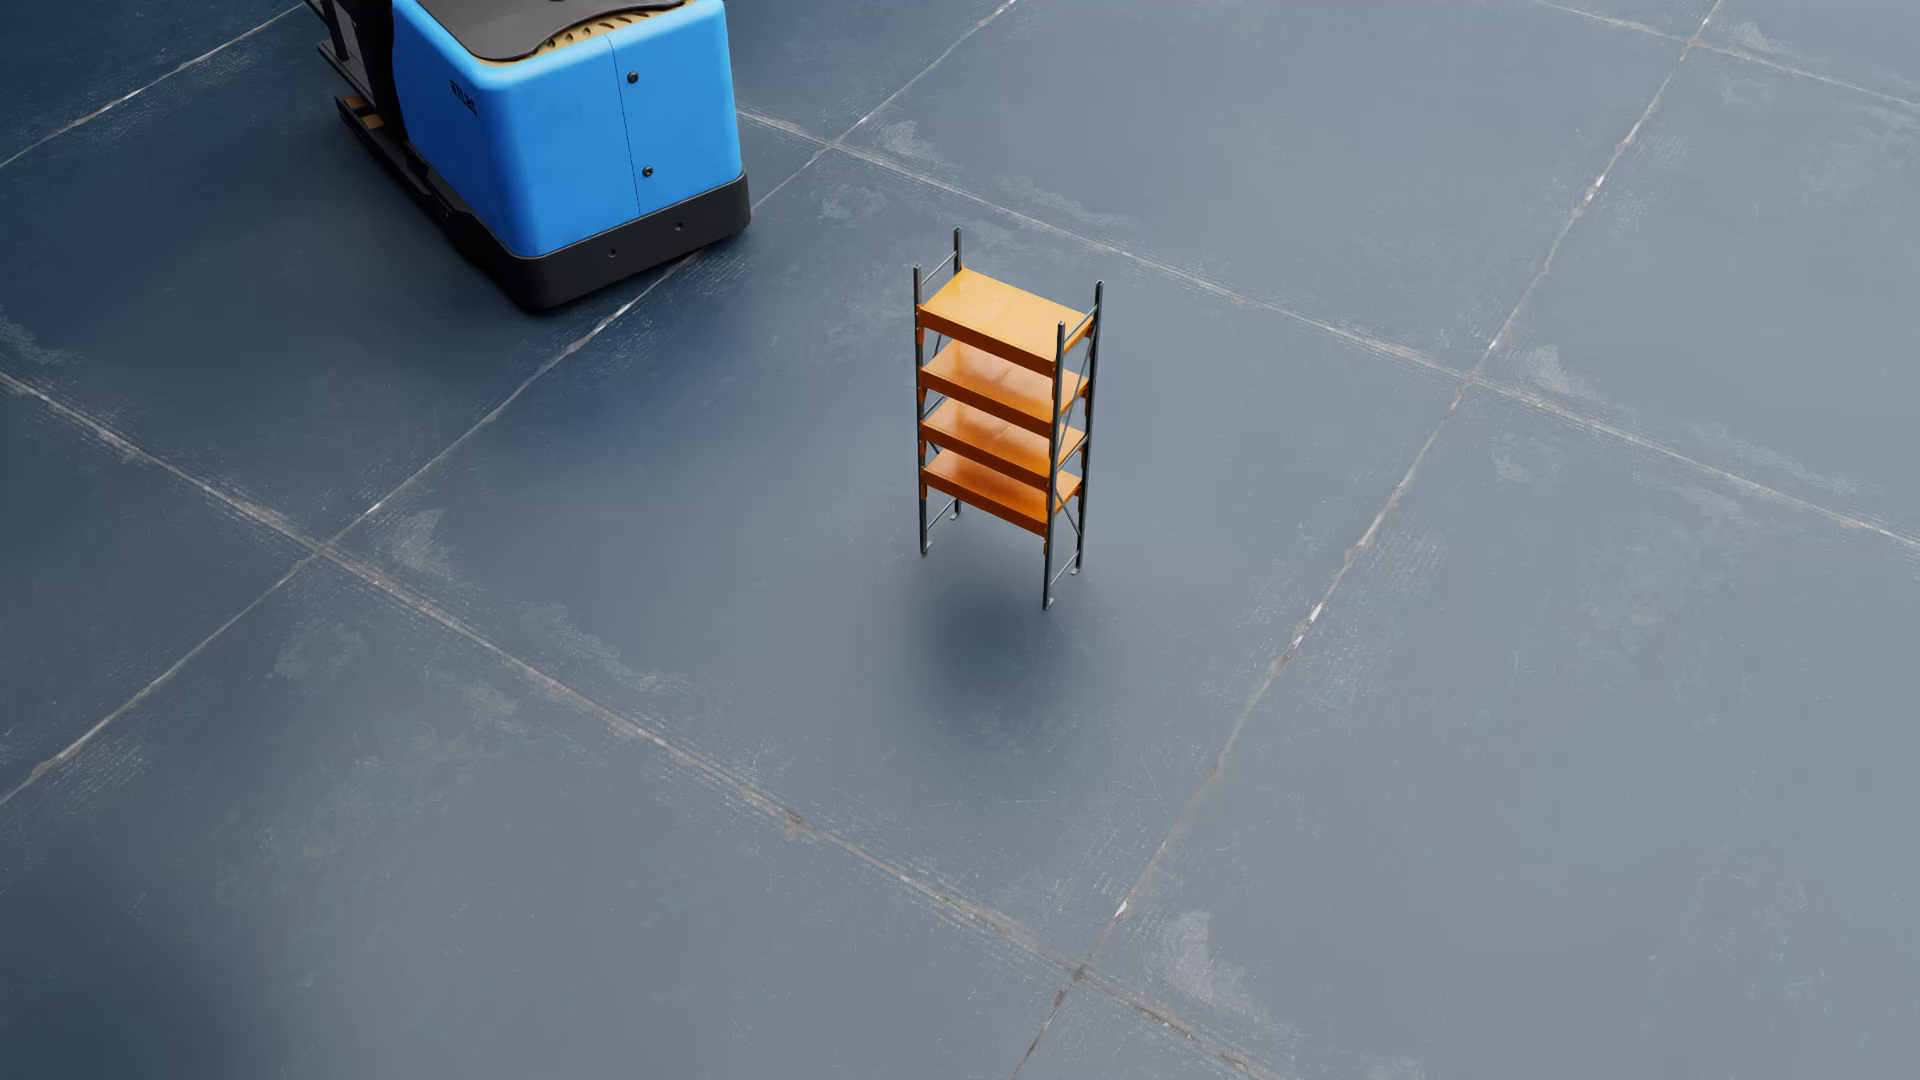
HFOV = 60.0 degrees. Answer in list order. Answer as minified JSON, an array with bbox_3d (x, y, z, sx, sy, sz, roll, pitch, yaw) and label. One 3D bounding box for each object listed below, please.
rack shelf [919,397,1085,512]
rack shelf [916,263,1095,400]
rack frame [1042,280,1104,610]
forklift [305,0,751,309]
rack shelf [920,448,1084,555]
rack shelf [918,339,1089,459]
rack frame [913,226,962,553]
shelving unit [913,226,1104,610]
[{"bbox_3d":[0.139,-0.307,5.306,0.480,0.148,0.258,25,51,22],"label":"rack shelf"},{"bbox_3d":[0.139,-0.628,4.976,0.480,0.148,0.258,25,51,22],"label":"rack shelf"},{"bbox_3d":[0.345,-0.260,5.166,0.015,1.200,0.240,25,51,22],"label":"rack frame"},{"bbox_3d":[-2.153,-2.944,6.567,1.130,2.935,3.031,-28,52,-25],"label":"forklift"},{"bbox_3d":[0.139,-0.169,5.448,0.480,0.148,0.258,25,51,22],"label":"rack shelf"},{"bbox_3d":[0.139,-0.463,5.145,0.480,0.148,0.258,25,51,22],"label":"rack shelf"},{"bbox_3d":[-0.066,-0.449,5.349,0.015,1.200,0.240,25,51,22],"label":"rack frame"},{"bbox_3d":[0.139,-0.354,5.257,0.503,1.200,0.258,25,51,22],"label":"shelving unit"}]
